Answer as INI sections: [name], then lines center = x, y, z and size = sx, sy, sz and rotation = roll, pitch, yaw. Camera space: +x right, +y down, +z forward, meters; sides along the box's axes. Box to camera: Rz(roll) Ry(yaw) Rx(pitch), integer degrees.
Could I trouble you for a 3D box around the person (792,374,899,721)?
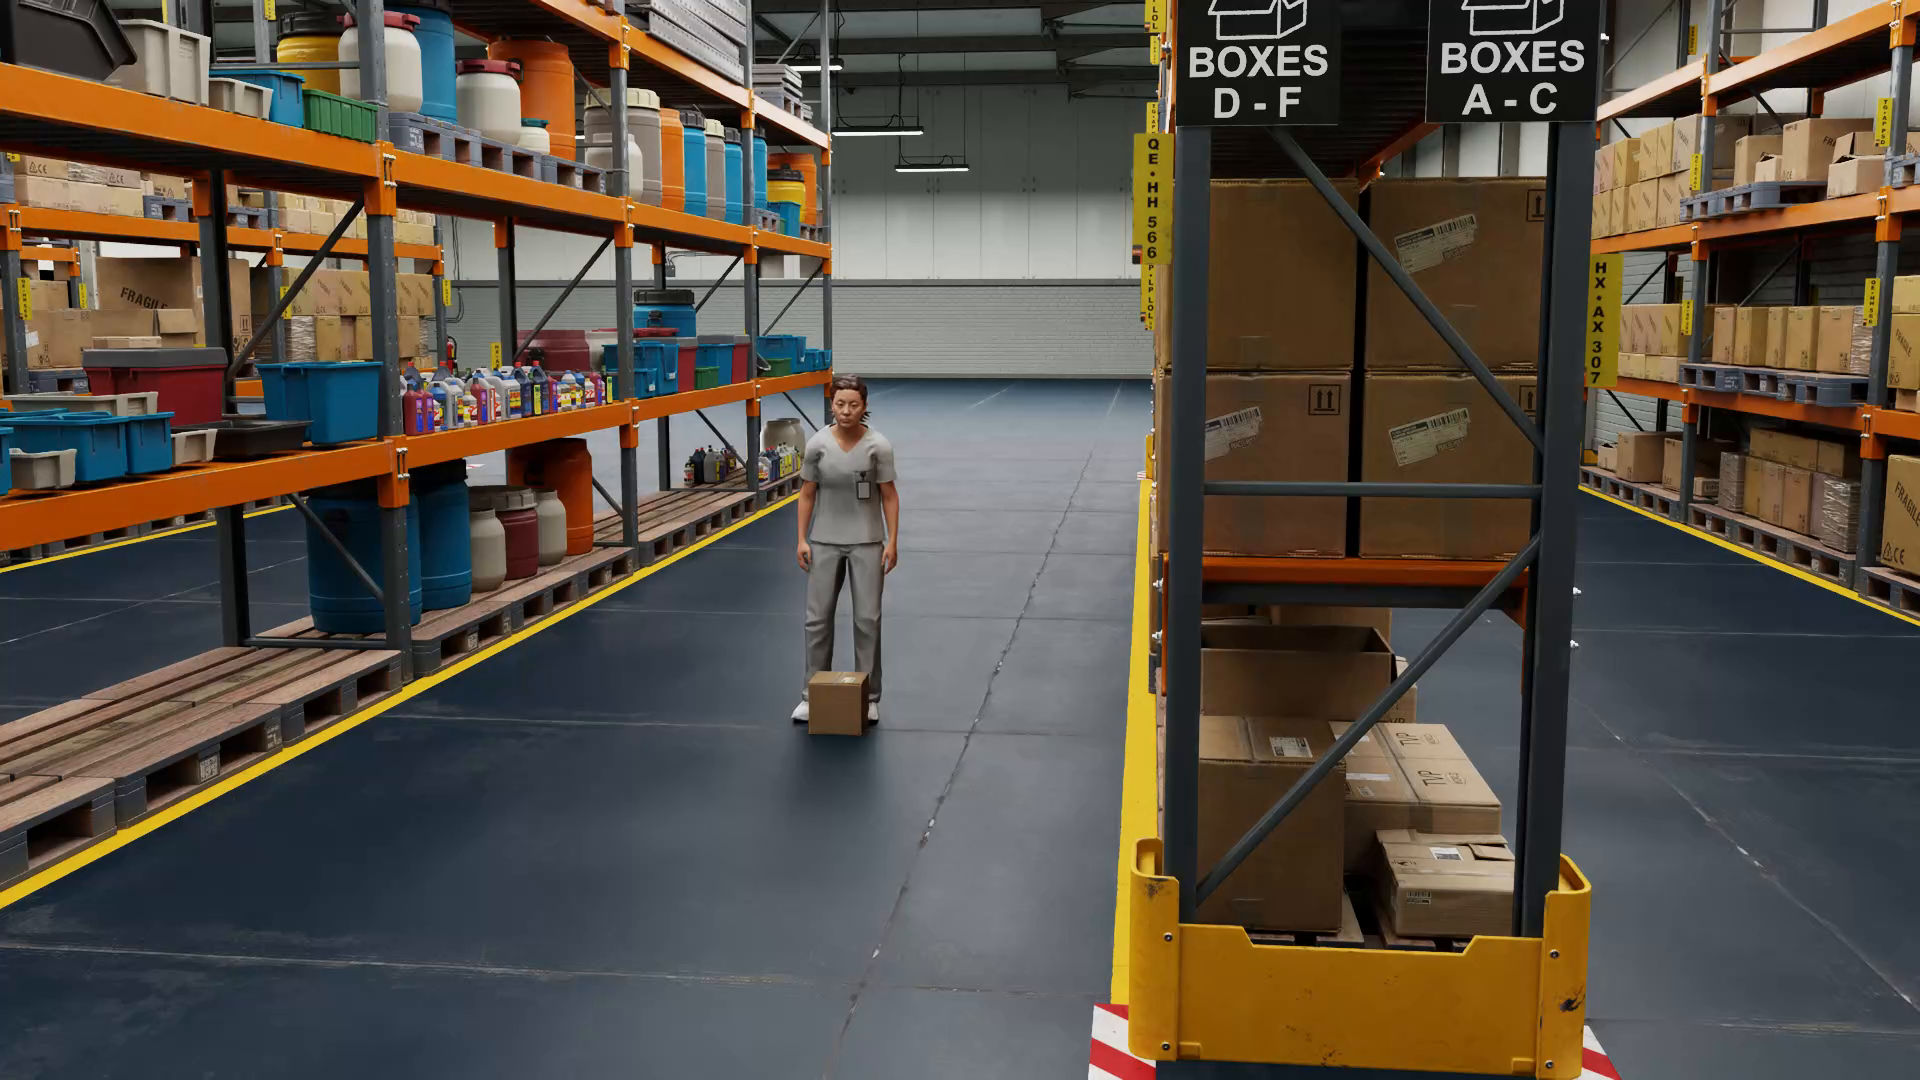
[person]
center = -0.550, 0.035, 8.039
size = 0.513, 1.673, 0.350
rotation = 0, 8, 3
